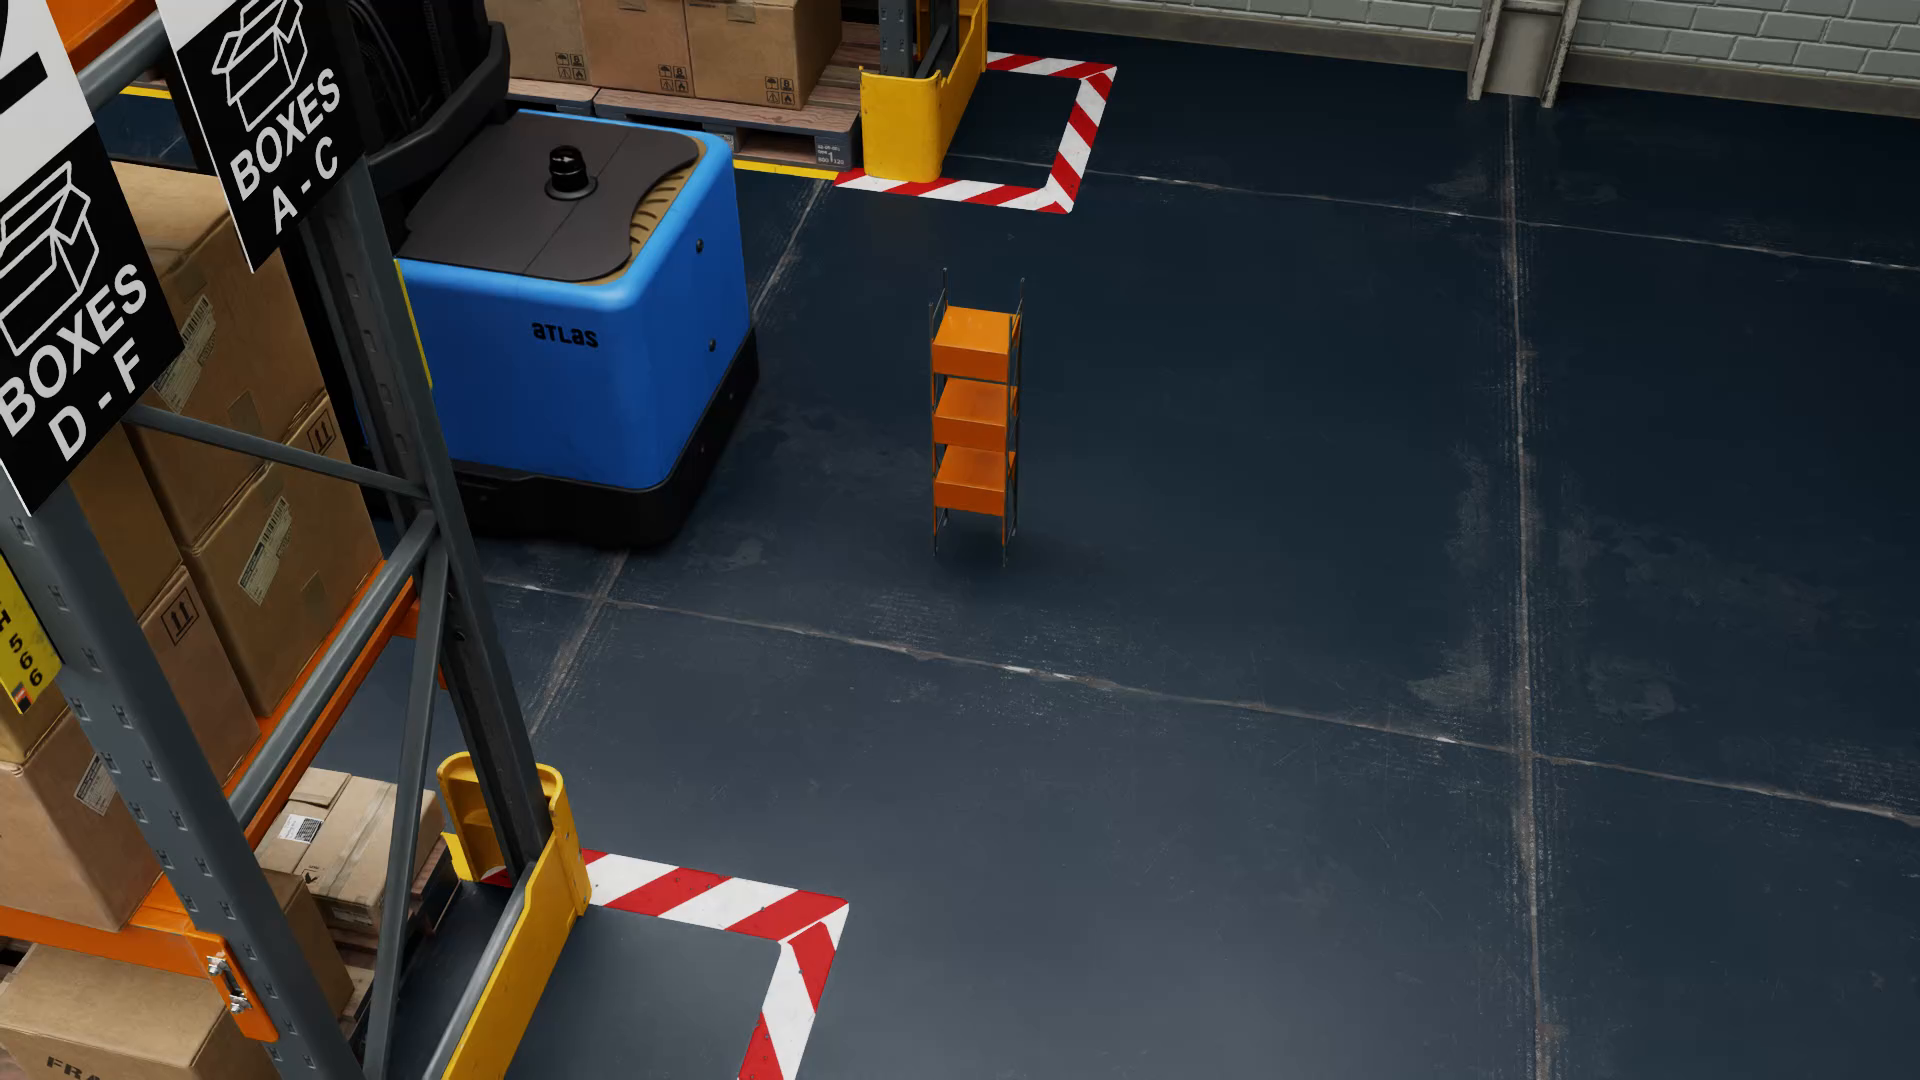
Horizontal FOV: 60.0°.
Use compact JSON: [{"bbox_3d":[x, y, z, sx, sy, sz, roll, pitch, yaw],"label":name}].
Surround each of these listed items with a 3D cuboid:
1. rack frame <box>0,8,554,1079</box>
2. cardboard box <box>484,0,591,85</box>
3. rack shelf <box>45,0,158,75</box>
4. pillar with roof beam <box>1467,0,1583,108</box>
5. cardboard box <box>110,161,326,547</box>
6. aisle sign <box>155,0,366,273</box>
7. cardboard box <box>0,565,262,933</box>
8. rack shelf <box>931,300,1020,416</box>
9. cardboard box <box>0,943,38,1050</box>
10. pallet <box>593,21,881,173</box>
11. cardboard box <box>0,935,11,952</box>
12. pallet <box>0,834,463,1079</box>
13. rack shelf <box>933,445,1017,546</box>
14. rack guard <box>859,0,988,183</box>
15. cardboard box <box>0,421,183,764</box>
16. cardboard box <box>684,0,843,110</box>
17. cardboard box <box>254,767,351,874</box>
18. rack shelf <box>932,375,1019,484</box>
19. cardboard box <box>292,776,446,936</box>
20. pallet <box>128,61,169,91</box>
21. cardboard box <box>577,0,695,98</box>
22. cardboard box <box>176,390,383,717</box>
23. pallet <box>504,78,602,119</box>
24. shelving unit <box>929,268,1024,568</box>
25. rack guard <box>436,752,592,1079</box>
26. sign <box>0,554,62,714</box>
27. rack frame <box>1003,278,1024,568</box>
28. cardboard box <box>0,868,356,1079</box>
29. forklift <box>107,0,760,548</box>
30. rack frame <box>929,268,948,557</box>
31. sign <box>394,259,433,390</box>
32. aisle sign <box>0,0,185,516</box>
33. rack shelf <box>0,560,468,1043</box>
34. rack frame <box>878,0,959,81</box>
[{"bbox_3d":[-1.251,0.269,3.307,0.127,3.000,1.000,9,45,9],"label":"rack frame"},{"bbox_3d":[-1.857,-2.524,7.709,0.500,0.500,0.700,7,44,8],"label":"cardboard box"},{"bbox_3d":[-3.203,-0.855,2.831,4.000,0.370,1.077,9,45,9],"label":"rack shelf"},{"bbox_3d":[1.710,-2.508,1.867,0.400,9.000,9.100,9,45,9],"label":"pillar with roof beam"},{"bbox_3d":[-1.627,-0.373,3.181,0.500,0.500,0.500,10,45,10],"label":"cardboard box"},{"bbox_3d":[-1.121,-0.856,2.602,0.004,0.787,0.394,9,45,9],"label":"aisle sign"},{"bbox_3d":[-1.748,0.349,3.152,0.500,0.500,0.500,10,45,10],"label":"cardboard box"},{"bbox_3d":[0.052,-0.567,5.188,0.240,0.259,0.215,9,45,9],"label":"rack shelf"},{"bbox_3d":[-2.211,1.094,4.177,0.250,0.166,0.380,9,45,9],"label":"cardboard box"},{"bbox_3d":[-0.971,-2.147,7.829,1.213,0.211,1.003,9,45,9],"label":"pallet"},{"bbox_3d":[-2.756,1.021,4.191,0.500,0.250,0.500,9,45,9],"label":"cardboard box"},{"bbox_3d":[-2.104,1.142,4.411,1.213,0.211,1.003,9,45,9],"label":"pallet"},{"bbox_3d":[0.052,-0.162,5.578,0.240,0.259,0.215,9,45,9],"label":"rack shelf"},{"bbox_3d":[-0.150,-2.180,7.654,0.348,0.500,1.175,9,45,9],"label":"rack guard"},{"bbox_3d":[-1.746,-0.008,2.803,0.500,0.500,0.500,8,45,9],"label":"cardboard box"},{"bbox_3d":[-0.878,-2.373,7.552,0.500,0.500,0.700,9,45,9],"label":"cardboard box"},{"bbox_3d":[-1.829,0.798,4.484,0.250,0.166,0.380,9,45,9],"label":"cardboard box"},{"bbox_3d":[0.052,-0.363,5.385,0.240,0.259,0.215,9,45,9],"label":"rack shelf"},{"bbox_3d":[-1.585,0.842,4.451,0.250,0.149,0.380,9,45,9],"label":"cardboard box"},{"bbox_3d":[-3.352,-2.517,8.213,1.213,0.211,1.003,9,45,9],"label":"pallet"},{"bbox_3d":[-1.366,-2.449,7.631,0.500,0.500,0.700,9,45,9],"label":"cardboard box"},{"bbox_3d":[-1.627,-0.013,3.528,0.500,0.500,0.500,10,45,10],"label":"cardboard box"},{"bbox_3d":[-2.157,-2.334,8.022,1.213,0.211,1.003,9,45,9],"label":"pallet"},{"bbox_3d":[0.052,-0.370,5.377,0.252,1.050,0.215,9,45,9],"label":"shelving unit"},{"bbox_3d":[-1.325,1.158,4.186,0.348,0.500,1.175,9,45,9],"label":"rack guard"},{"bbox_3d":[-1.392,0.111,2.409,0.005,0.325,0.100,9,45,9],"label":"sign"},{"bbox_3d":[0.171,-0.352,5.358,0.008,1.050,0.200,9,45,9],"label":"rack frame"},{"bbox_3d":[-1.836,1.096,3.934,0.500,0.500,0.500,9,45,9],"label":"cardboard box"},{"bbox_3d":[-2.332,-1.574,5.272,3.031,2.935,1.130,10,45,10],"label":"forklift"},{"bbox_3d":[-0.067,-0.389,5.397,0.008,1.050,0.200,9,45,9],"label":"rack frame"},{"bbox_3d":[-1.133,-0.410,3.389,0.005,0.325,0.100,9,45,9],"label":"sign"},{"bbox_3d":[-1.252,-0.450,2.180,0.004,0.787,0.394,9,45,9],"label":"aisle sign"},{"bbox_3d":[-3.203,0.225,3.872,4.000,0.370,1.077,9,45,9],"label":"rack shelf"},{"bbox_3d":[-0.173,-3.084,6.791,0.127,3.000,1.000,9,45,9],"label":"rack frame"}]
